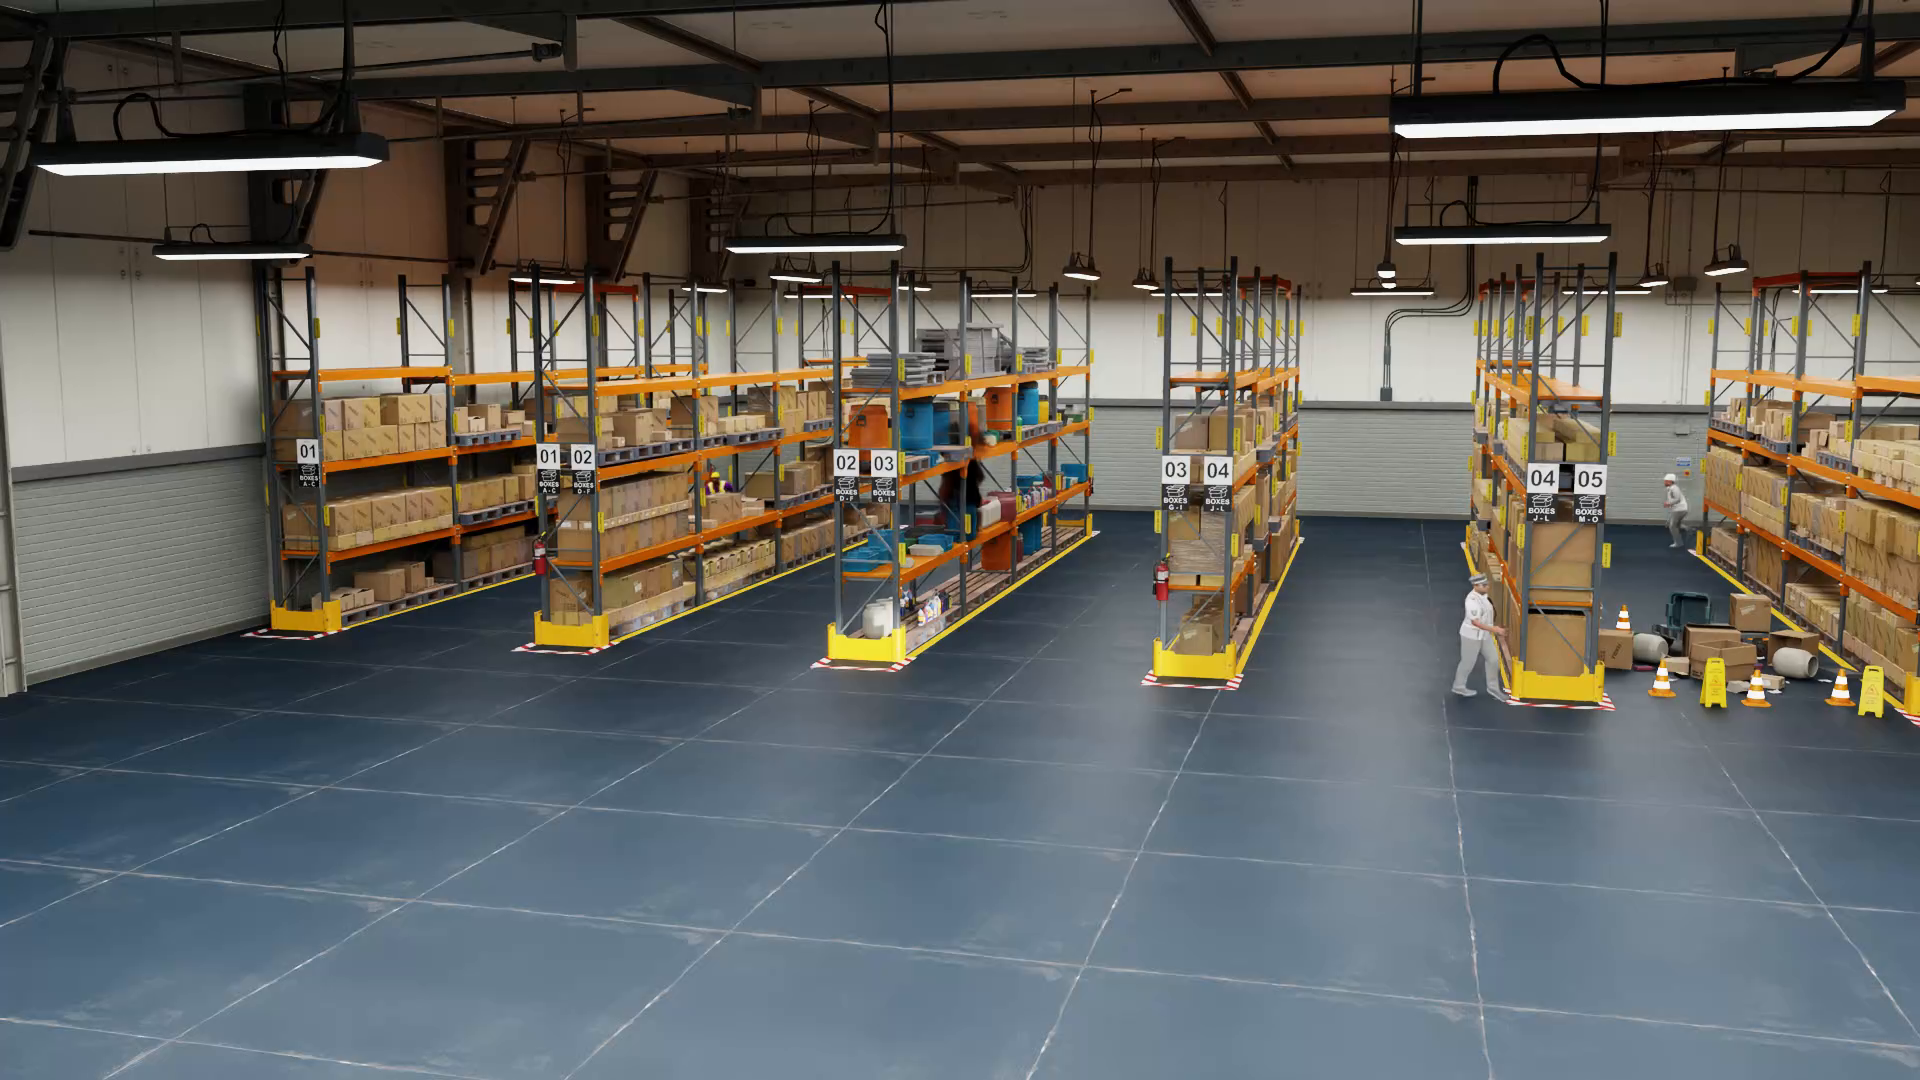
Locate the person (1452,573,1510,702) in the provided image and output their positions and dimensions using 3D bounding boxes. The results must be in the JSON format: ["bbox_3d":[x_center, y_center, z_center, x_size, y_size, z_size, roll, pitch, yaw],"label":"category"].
[{"bbox_3d":[6.984,1.309,22.384,0.743,1.790,0.674,7,10,44],"label":"person"}]

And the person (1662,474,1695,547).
[{"bbox_3d":[16.518,-0.669,38.240,0.756,1.707,0.658,2,7,15],"label":"person"}]

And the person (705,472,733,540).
[{"bbox_3d":[-5.663,-0.795,39.151,0.730,1.652,0.905,0,7,3],"label":"person"}]
